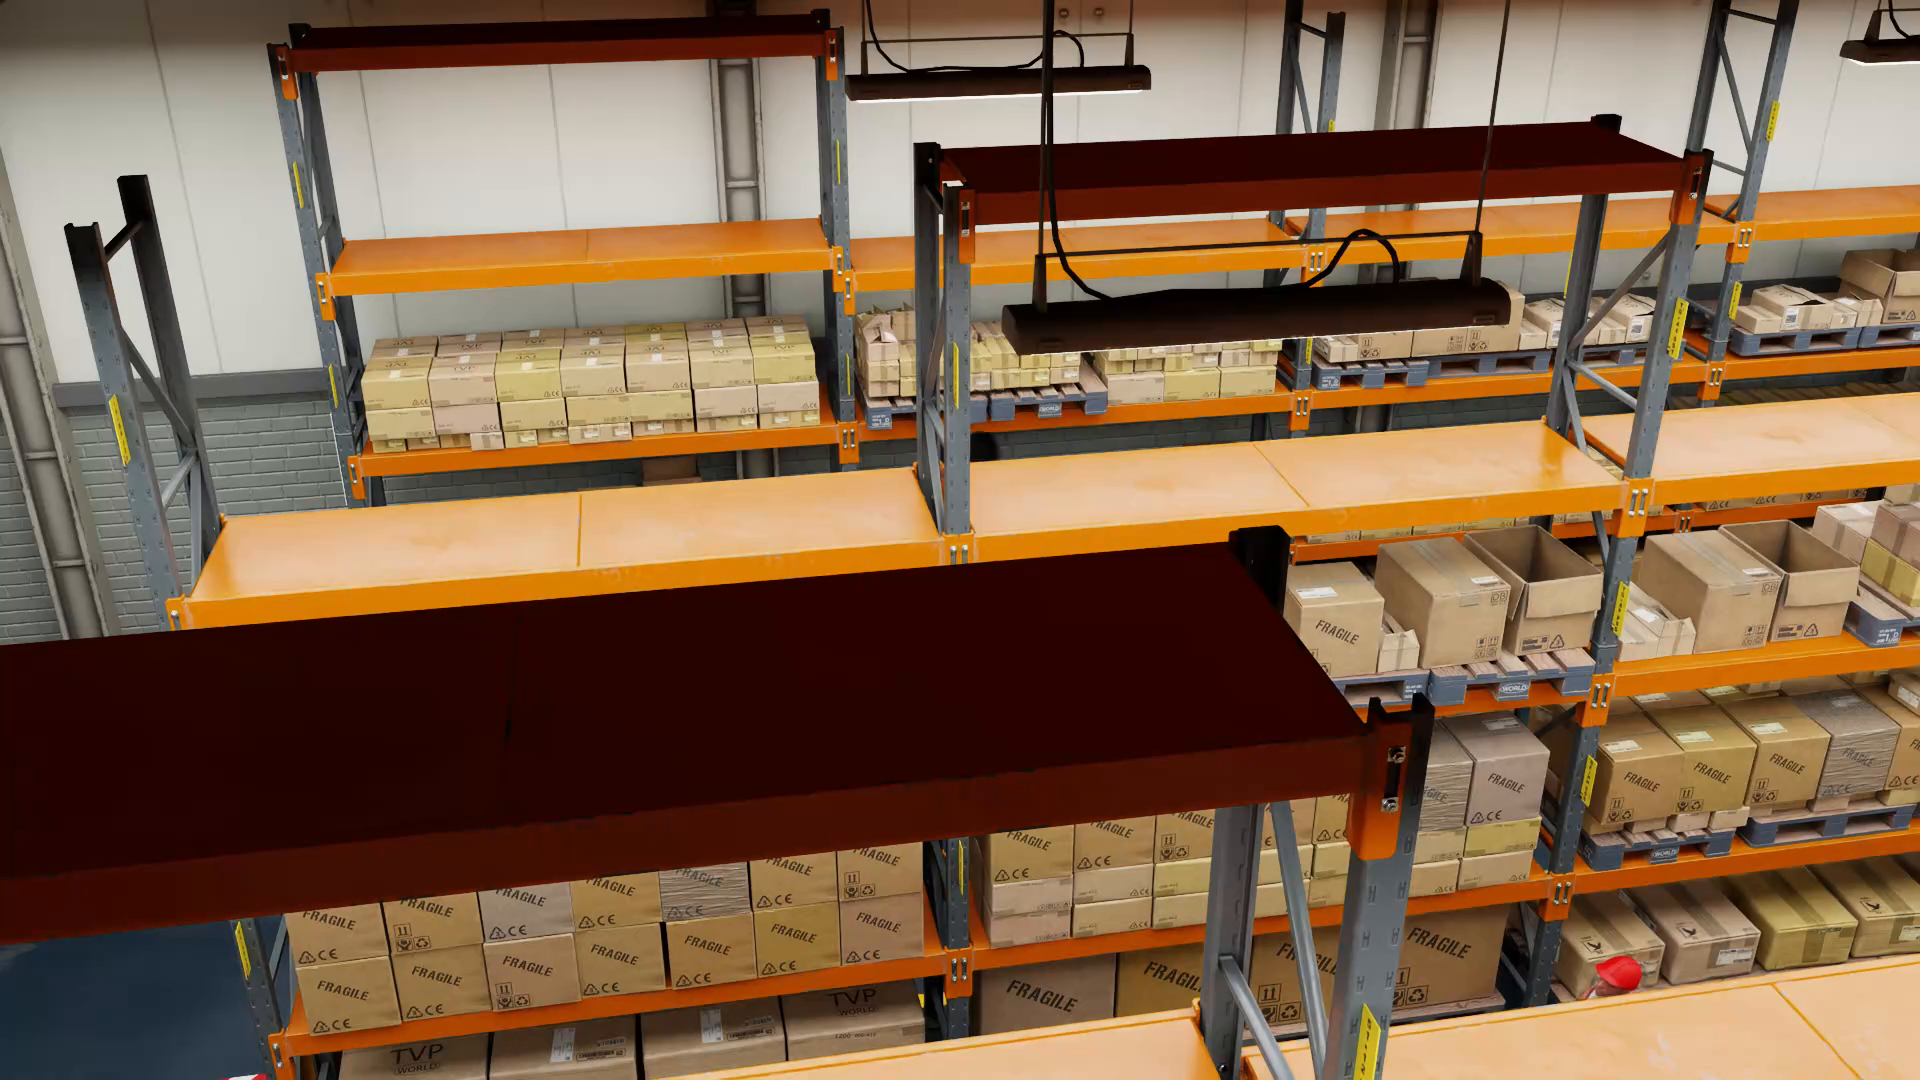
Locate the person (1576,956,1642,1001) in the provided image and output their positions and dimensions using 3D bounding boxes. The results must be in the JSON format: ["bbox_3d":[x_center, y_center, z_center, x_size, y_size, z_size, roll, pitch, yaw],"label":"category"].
[{"bbox_3d":[3.761,3.123,9.864,0.548,1.715,0.714,-1,26,-2],"label":"person"}]
